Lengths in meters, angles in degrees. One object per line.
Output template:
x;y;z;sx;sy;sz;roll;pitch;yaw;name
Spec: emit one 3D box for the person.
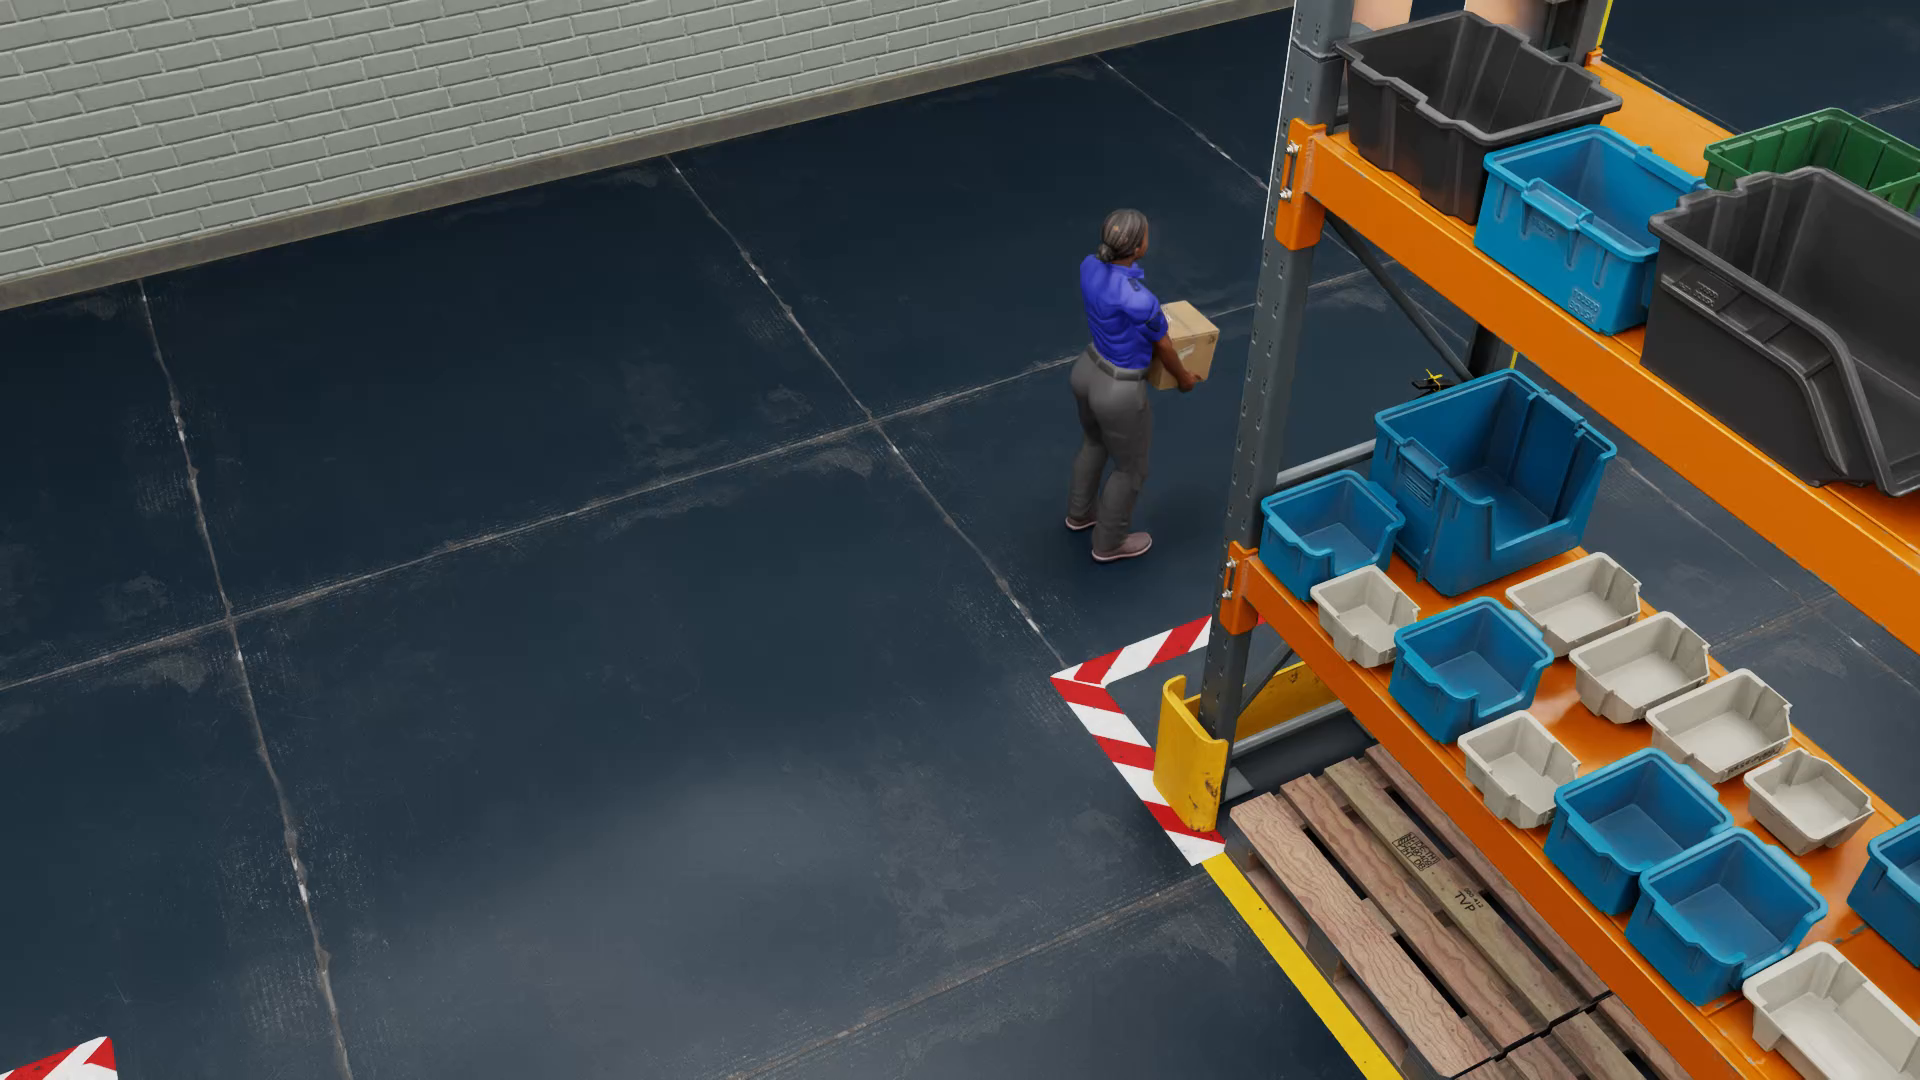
0.713;-0.663;6.921;0.510;1.656;0.412;-20;45;-21;person
